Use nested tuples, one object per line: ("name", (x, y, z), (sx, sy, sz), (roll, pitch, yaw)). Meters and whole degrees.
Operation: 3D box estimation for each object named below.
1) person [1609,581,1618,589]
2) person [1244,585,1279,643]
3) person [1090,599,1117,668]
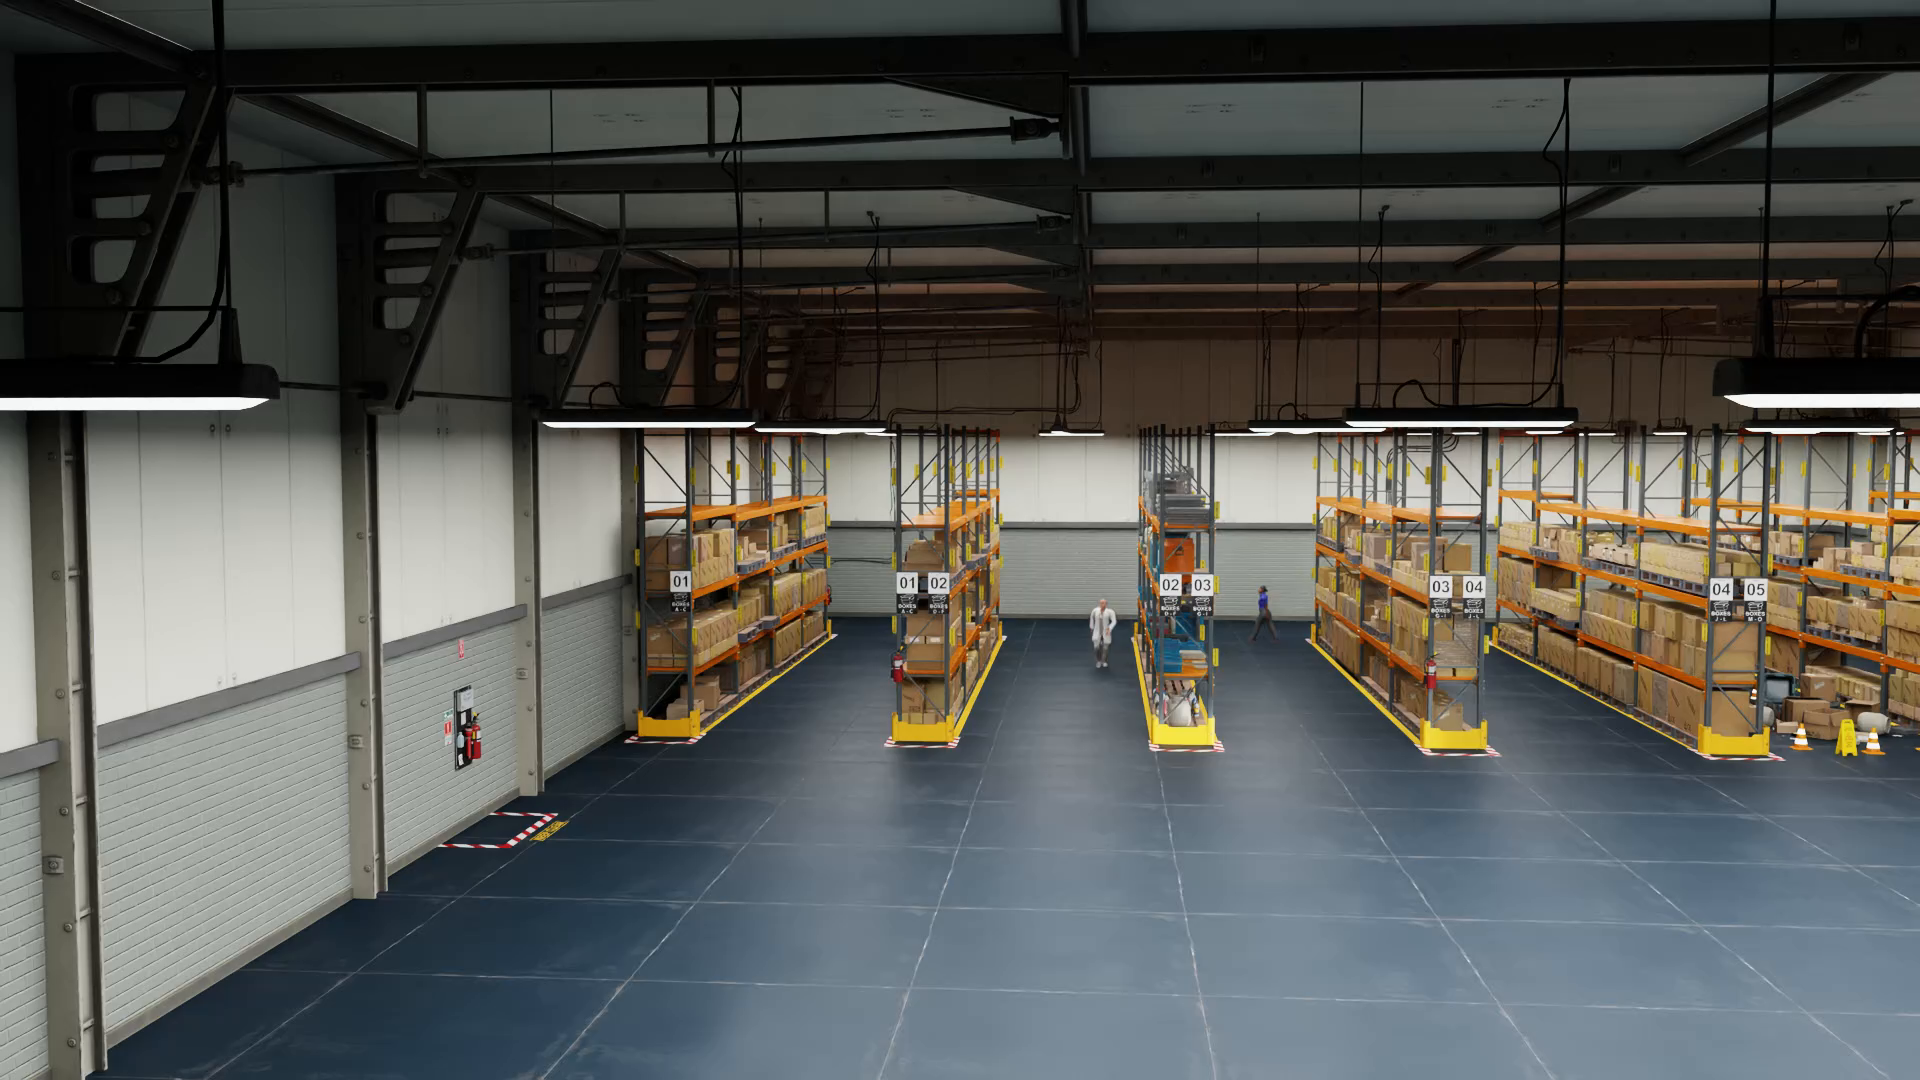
("person", (18.729, 1.988, 47.637), (0.898, 1.643, 0.492), (-1, 4, -9))
("person", (8.486, 2.064, 46.616), (0.968, 1.590, 0.418), (2, 4, 34))
("person", (3.574, 2.351, 41.560), (0.693, 1.770, 0.846), (1, 4, 9))
